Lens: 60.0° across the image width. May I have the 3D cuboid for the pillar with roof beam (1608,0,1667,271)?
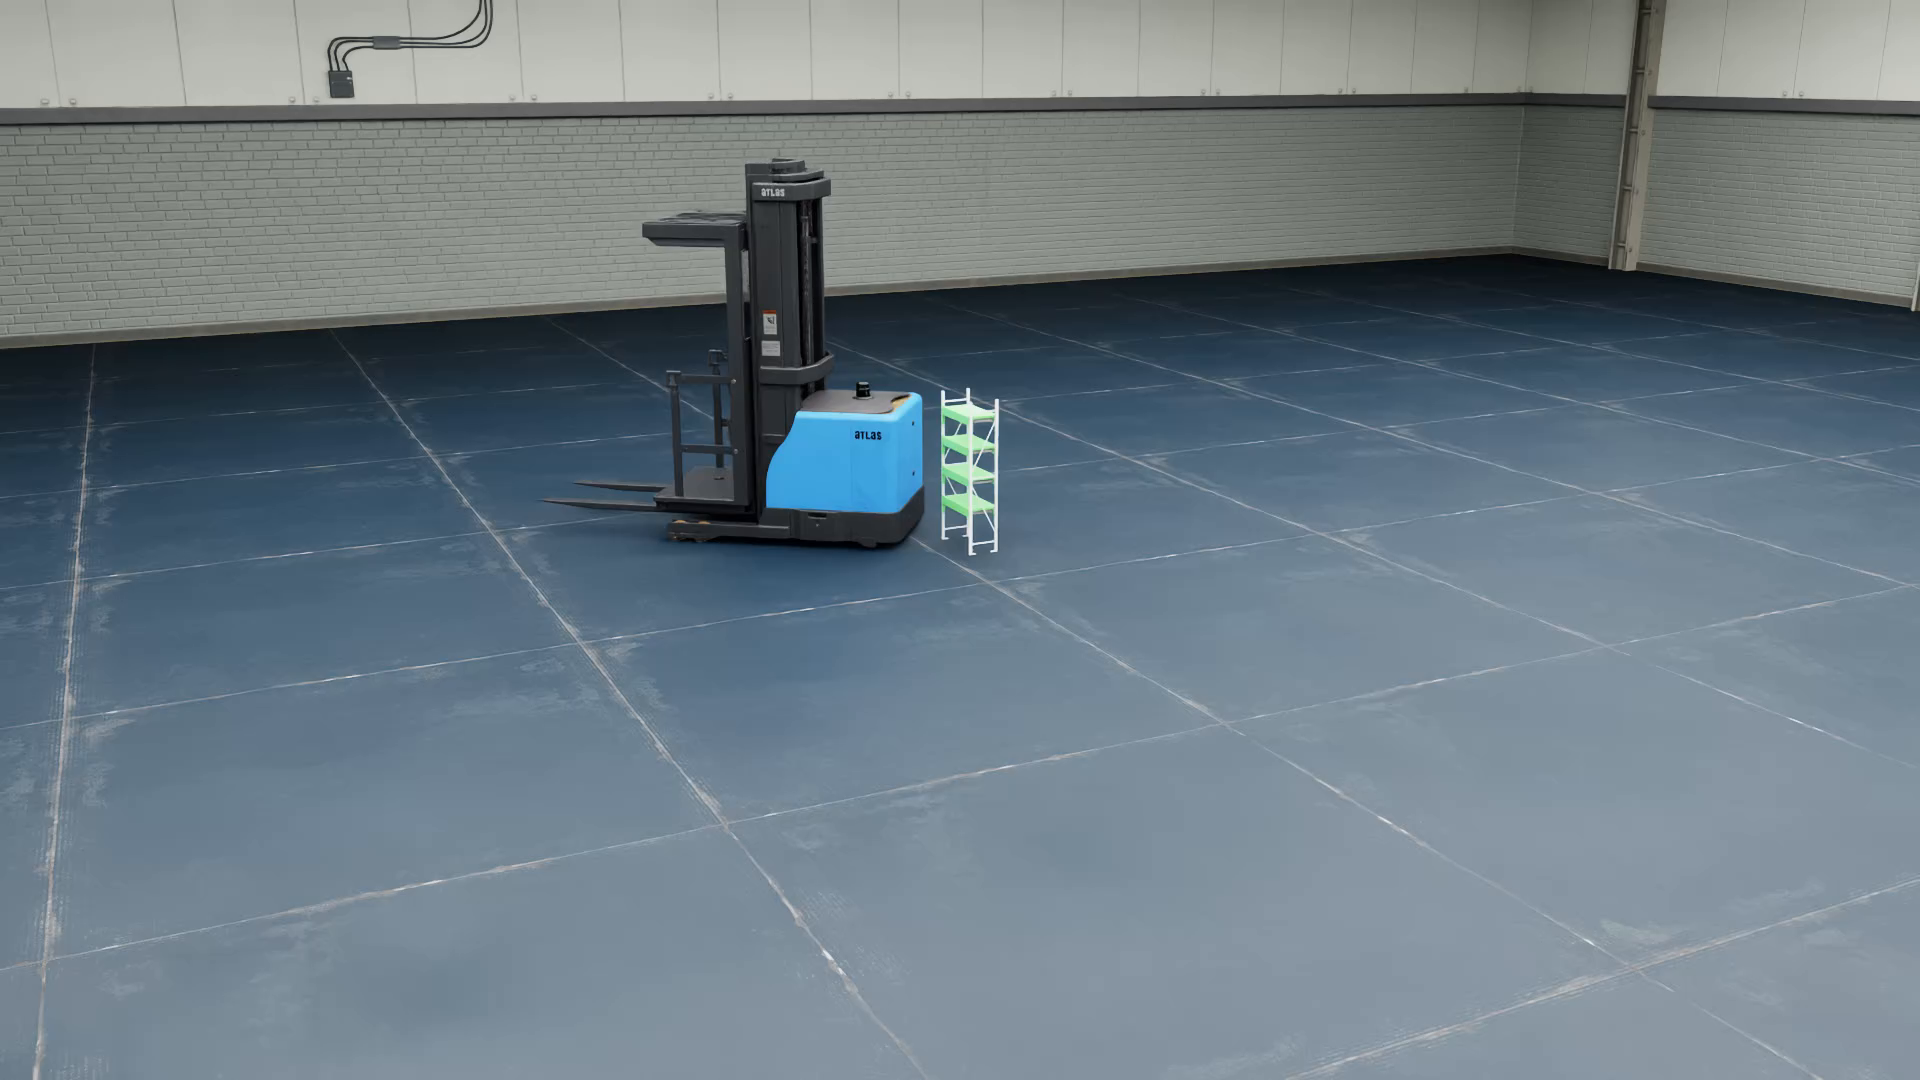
[{"bbox_3d":[8.322,-8.786,27.553,9.100,9.000,0.400,-8,18,-25],"label":"pillar with roof beam"}]

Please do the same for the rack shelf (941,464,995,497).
[{"bbox_3d":[0.073,-0.474,12.960,0.258,0.148,0.480,-8,18,-25],"label":"rack shelf"}]

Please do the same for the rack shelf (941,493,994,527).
[{"bbox_3d":[0.073,-0.244,13.026,0.258,0.148,0.480,-8,18,-25],"label":"rack shelf"}]

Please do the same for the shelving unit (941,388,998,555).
[{"bbox_3d":[0.073,-0.536,12.942,0.258,1.200,0.503,-8,18,-25],"label":"shelving unit"}]

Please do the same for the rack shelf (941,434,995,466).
[{"bbox_3d":[0.073,-0.705,12.894,0.258,0.148,0.480,-8,18,-25],"label":"rack shelf"}]

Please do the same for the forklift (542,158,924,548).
[{"bbox_3d":[-1.864,-1.529,13.265,3.031,2.935,1.130,3,16,10],"label":"forklift"}]

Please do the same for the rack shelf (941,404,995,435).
[{"bbox_3d":[0.073,-0.936,12.827,0.258,0.148,0.480,-8,18,-25],"label":"rack shelf"}]

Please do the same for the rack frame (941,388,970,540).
[{"bbox_3d":[-0.034,-0.596,13.153,0.240,1.200,0.015,-8,18,-25],"label":"rack frame"}]

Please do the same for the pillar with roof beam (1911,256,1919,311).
[{"bbox_3d":[10.951,-7.298,22.369,9.100,9.000,0.400,-8,18,-25],"label":"pillar with roof beam"}]

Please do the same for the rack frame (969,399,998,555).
[{"bbox_3d":[0.179,-0.475,12.731,0.240,1.200,0.015,-8,18,-25],"label":"rack frame"}]

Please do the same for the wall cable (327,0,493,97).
[{"bbox_3d":[-7.685,-9.168,22.719,2.305,6.003,0.169,-8,18,-25],"label":"wall cable"}]
